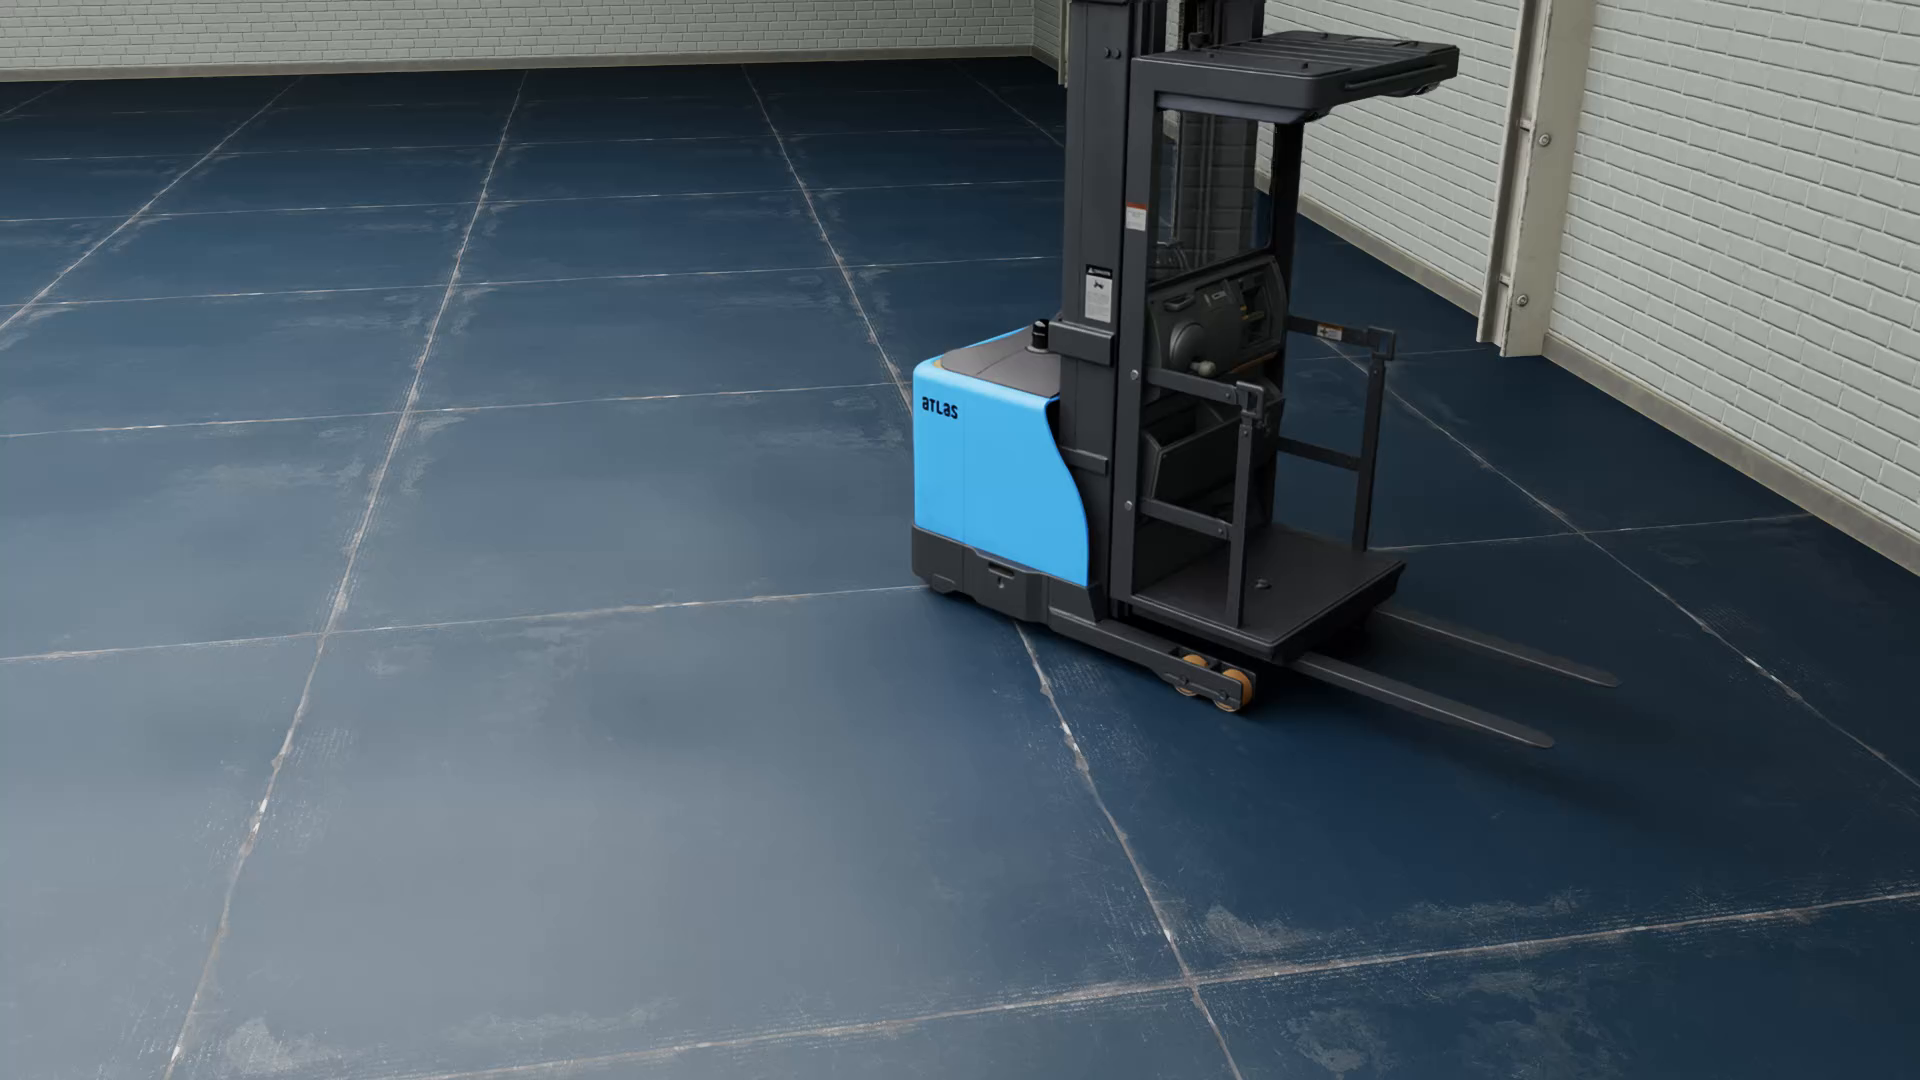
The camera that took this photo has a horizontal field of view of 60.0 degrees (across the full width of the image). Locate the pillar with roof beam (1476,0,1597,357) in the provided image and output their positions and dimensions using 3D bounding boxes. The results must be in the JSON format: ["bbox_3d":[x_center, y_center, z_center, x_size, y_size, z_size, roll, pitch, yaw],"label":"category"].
[{"bbox_3d":[-0.513,-5.107,8.701,9.100,9.000,0.400,-4,24,-10],"label":"pillar with roof beam"}]

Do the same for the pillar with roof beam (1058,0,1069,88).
[{"bbox_3d":[-2.732,-9.827,19.508,9.100,9.000,0.400,-4,24,-10],"label":"pillar with roof beam"}]

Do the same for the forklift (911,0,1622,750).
[{"bbox_3d":[1.212,-0.892,6.629,3.031,2.935,1.130,20,30,38],"label":"forklift"}]
